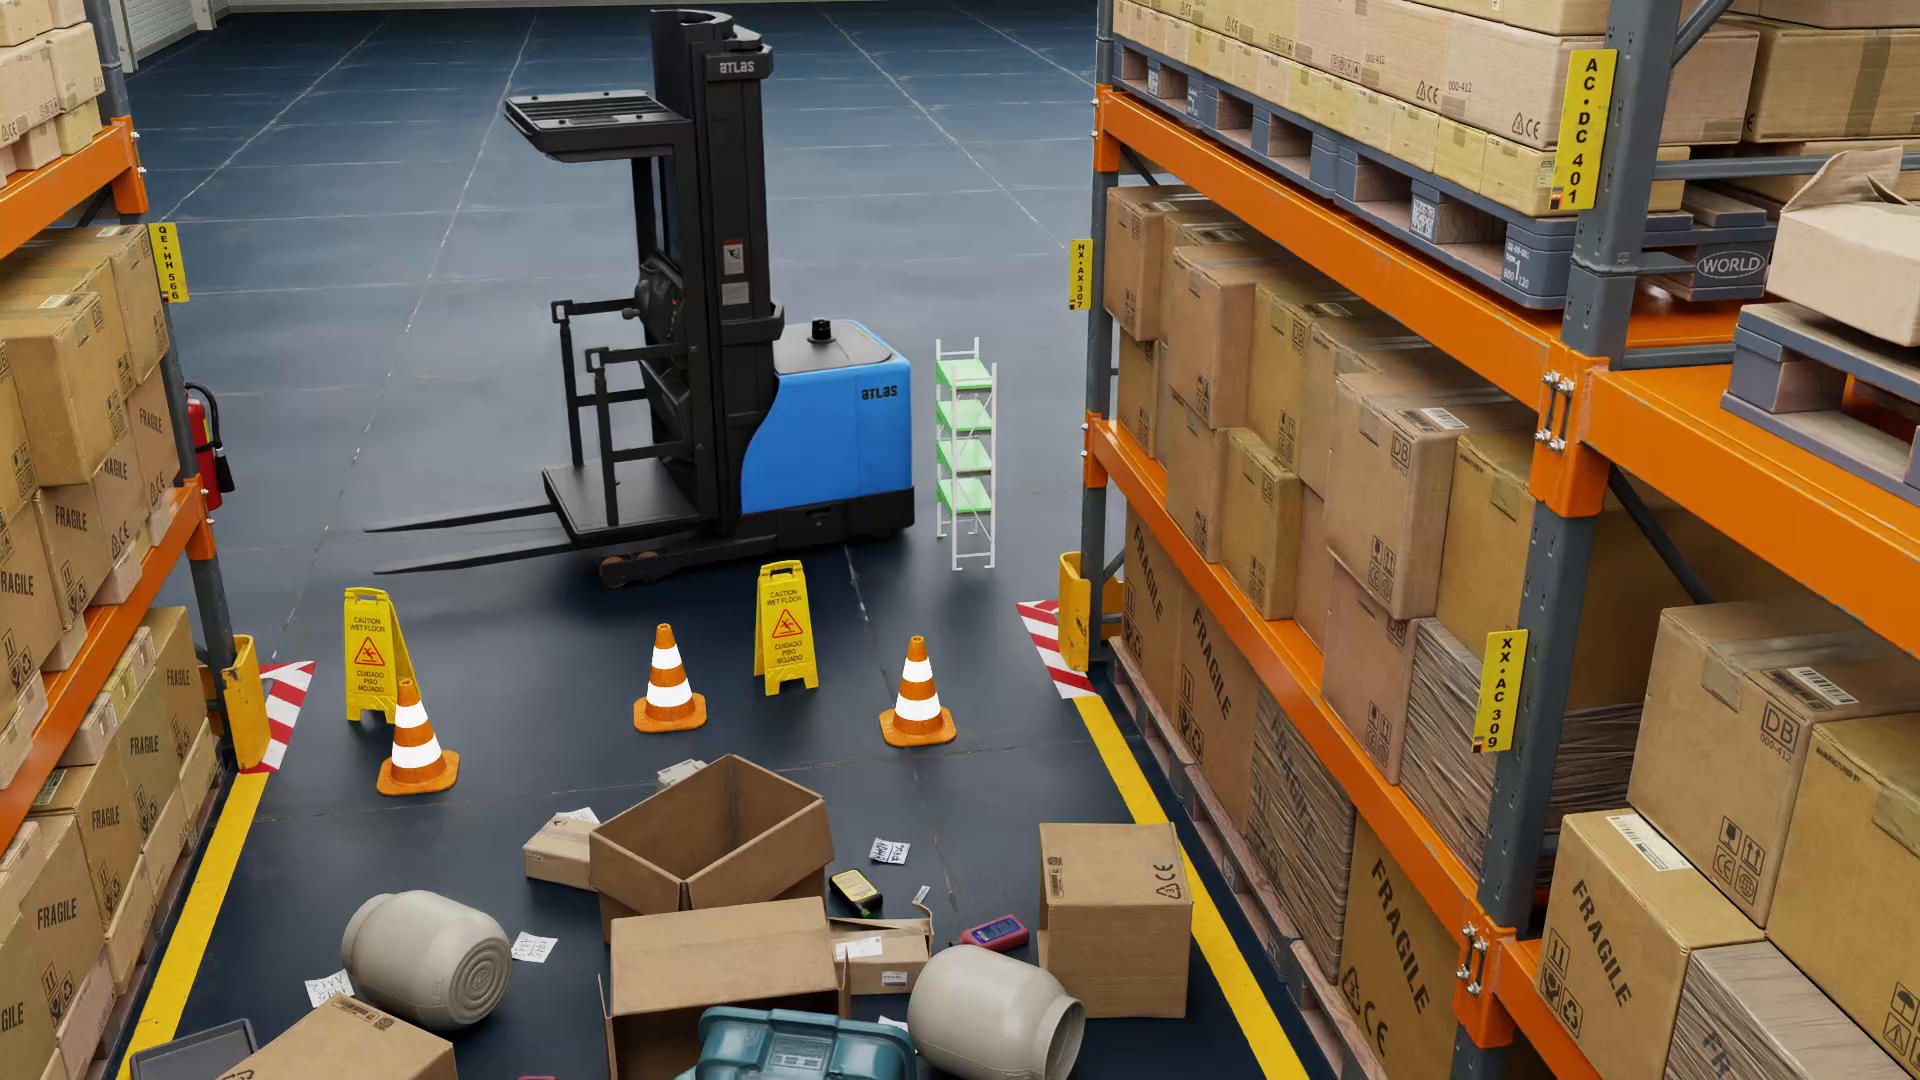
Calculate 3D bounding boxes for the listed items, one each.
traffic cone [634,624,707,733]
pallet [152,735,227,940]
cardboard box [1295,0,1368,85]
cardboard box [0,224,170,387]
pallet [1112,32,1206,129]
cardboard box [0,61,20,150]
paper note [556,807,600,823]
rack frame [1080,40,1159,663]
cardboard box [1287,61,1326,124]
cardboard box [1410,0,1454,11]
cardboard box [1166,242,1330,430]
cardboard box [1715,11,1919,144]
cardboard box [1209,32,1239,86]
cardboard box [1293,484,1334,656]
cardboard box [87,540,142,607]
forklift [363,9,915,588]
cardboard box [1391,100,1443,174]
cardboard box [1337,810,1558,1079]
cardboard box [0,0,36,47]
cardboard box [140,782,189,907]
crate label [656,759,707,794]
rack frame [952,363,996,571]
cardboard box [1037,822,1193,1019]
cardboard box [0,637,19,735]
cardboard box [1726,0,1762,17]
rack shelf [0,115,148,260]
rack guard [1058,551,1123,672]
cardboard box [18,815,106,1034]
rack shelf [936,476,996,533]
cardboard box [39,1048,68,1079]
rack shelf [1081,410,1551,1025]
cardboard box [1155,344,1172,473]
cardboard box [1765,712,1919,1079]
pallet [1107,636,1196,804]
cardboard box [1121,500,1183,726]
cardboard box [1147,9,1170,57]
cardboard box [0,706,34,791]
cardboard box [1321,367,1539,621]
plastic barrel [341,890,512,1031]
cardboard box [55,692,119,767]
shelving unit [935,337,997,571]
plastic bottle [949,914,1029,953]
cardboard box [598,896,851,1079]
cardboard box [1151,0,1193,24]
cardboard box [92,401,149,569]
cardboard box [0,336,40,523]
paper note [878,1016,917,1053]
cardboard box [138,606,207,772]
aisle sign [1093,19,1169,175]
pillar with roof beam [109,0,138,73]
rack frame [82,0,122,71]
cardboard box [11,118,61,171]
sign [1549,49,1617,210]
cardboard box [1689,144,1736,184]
[{"bbox_3d":[-1.372,0.609,7.777,0.336,0.463,0.334,-4,24,-10],"label":"traffic cone"},{"bbox_3d":[-3.618,1.219,6.695,1.003,0.211,1.213,-4,24,-10],"label":"pallet"},{"bbox_3d":[1.311,-1.495,4.843,0.500,0.250,0.500,-5,24,-10],"label":"cardboard box"},{"bbox_3d":[-3.438,-0.867,6.241,0.700,0.500,0.500,-5,24,-11],"label":"cardboard box"},{"bbox_3d":[1.246,-1.860,6.624,1.003,0.211,1.213,-4,24,-10],"label":"pallet"},{"bbox_3d":[-3.195,-1.270,4.979,0.500,0.250,0.500,-4,24,-8],"label":"cardboard box"},{"bbox_3d":[-1.616,1.174,7.024,0.148,0.019,0.142,-13,27,-28],"label":"paper note"},{"bbox_3d":[1.099,-0.817,7.873,1.000,3.000,0.127,-4,24,-10],"label":"rack frame"},{"bbox_3d":[1.220,-1.362,5.037,0.380,0.149,0.250,-5,24,-10],"label":"cardboard box"},{"bbox_3d":[1.365,-1.425,4.186,0.380,0.149,0.250,-4,24,-10],"label":"cardboard box"},{"bbox_3d":[1.292,-0.792,6.279,0.875,0.550,0.550,-4,24,-10],"label":"cardboard box"},{"bbox_3d":[2.023,-1.137,4.025,0.500,0.250,0.500,-4,24,-9],"label":"cardboard box"},{"bbox_3d":[1.080,-1.660,5.719,0.380,0.149,0.250,-4,24,-10],"label":"cardboard box"},{"bbox_3d":[1.650,0.107,5.569,0.875,0.550,0.550,-4,24,-10],"label":"cardboard box"},{"bbox_3d":[-3.208,0.128,6.022,0.380,0.149,0.250,-4,24,-9],"label":"cardboard box"},{"bbox_3d":[-1.833,-1.321,9.112,3.031,2.935,1.130,-10,25,-21],"label":"forklift"},{"bbox_3d":[1.361,-1.062,4.350,0.380,0.149,0.250,-4,24,-9],"label":"cardboard box"},{"bbox_3d":[1.791,1.285,5.190,0.875,0.875,0.875,-4,24,-9],"label":"cardboard box"},{"bbox_3d":[-3.319,-1.721,5.514,0.380,0.149,0.250,-5,24,-10],"label":"cardboard box"},{"bbox_3d":[-3.245,1.159,6.259,0.500,0.250,0.500,-4,24,-10],"label":"cardboard box"},{"bbox_3d":[-1.166,1.063,7.144,0.250,0.136,0.298,-19,30,-37],"label":"crate label"},{"bbox_3d":[0.076,-0.389,9.141,0.240,1.200,0.015,-4,24,-10],"label":"rack frame"},{"bbox_3d":[0.543,1.366,5.995,0.500,0.500,0.500,0,24,-1],"label":"cardboard box"},{"bbox_3d":[-3.011,0.392,4.607,0.500,0.500,0.500,-5,24,-10],"label":"cardboard box"},{"bbox_3d":[2.057,-1.376,4.072,0.380,0.149,0.250,-5,24,-10],"label":"cardboard box"},{"bbox_3d":[-3.377,-0.669,4.686,1.077,0.370,4.000,-4,24,-10],"label":"rack shelf"},{"bbox_3d":[1.094,0.319,8.395,1.175,0.500,0.348,-4,24,-10],"label":"rack guard"},{"bbox_3d":[-3.056,1.220,5.182,0.500,0.500,0.500,-3,24,-7],"label":"cardboard box"},{"bbox_3d":[0.031,-0.206,9.482,0.258,0.148,0.480,-4,24,-10],"label":"rack shelf"},{"bbox_3d":[-2.961,1.769,4.863,0.500,0.250,0.500,-3,24,-7],"label":"cardboard box"},{"bbox_3d":[1.469,0.299,6.216,1.077,0.370,4.000,-4,24,-10],"label":"rack shelf"},{"bbox_3d":[1.335,-0.529,7.025,0.875,0.550,0.550,-4,24,-10],"label":"cardboard box"},{"bbox_3d":[2.033,0.649,3.142,0.700,0.500,0.500,-5,24,-11],"label":"cardboard box"},{"bbox_3d":[1.324,0.770,7.724,1.003,0.211,1.213,-4,24,-10],"label":"pallet"},{"bbox_3d":[1.289,0.226,7.615,0.875,0.875,0.875,-4,24,-9],"label":"cardboard box"},{"bbox_3d":[0.941,-1.958,6.401,0.380,0.149,0.250,-4,24,-10],"label":"cardboard box"},{"bbox_3d":[-2.978,0.626,4.883,0.380,0.149,0.250,-4,24,-9],"label":"cardboard box"},{"bbox_3d":[1.588,-0.163,4.838,0.875,0.550,0.550,-4,24,-10],"label":"cardboard box"},{"bbox_3d":[-1.877,1.470,5.855,0.512,0.421,0.421,13,27,27],"label":"plastic barrel"},{"bbox_3d":[-3.118,0.654,5.669,0.380,0.149,0.250,-3,24,-7],"label":"cardboard box"},{"bbox_3d":[0.031,-0.485,9.361,0.258,1.200,0.503,-4,24,-10],"label":"shelving unit"},{"bbox_3d":[0.107,1.500,6.239,0.283,0.061,0.133,-13,27,-28],"label":"plastic bottle"},{"bbox_3d":[-0.753,1.542,5.422,0.797,0.637,0.503,-4,24,-10],"label":"cardboard box"},{"bbox_3d":[1.031,-2.089,6.204,0.500,0.250,0.500,-5,24,-10],"label":"cardboard box"},{"bbox_3d":[-3.288,-0.203,5.970,0.500,0.500,0.500,-4,24,-10],"label":"cardboard box"},{"bbox_3d":[-3.201,-0.267,4.869,0.700,0.500,0.500,-4,24,-10],"label":"cardboard box"},{"bbox_3d":[-0.211,1.722,5.780,0.172,0.023,0.155,4,24,9],"label":"paper note"},{"bbox_3d":[-3.343,0.609,6.582,0.500,0.500,0.500,-4,24,-9],"label":"cardboard box"},{"bbox_3d":[0.791,-2.014,7.366,0.394,0.787,0.004,-4,24,-10],"label":"aisle sign"},{"bbox_3d":[-9.589,-12.210,26.462,9.100,9.000,0.400,-4,24,-10],"label":"pillar with roof beam"},{"bbox_3d":[-3.747,-3.160,5.743,1.000,3.000,0.127,-4,24,-10],"label":"rack frame"},{"bbox_3d":[-3.312,-1.348,5.656,0.380,0.149,0.250,-4,24,-8],"label":"cardboard box"},{"bbox_3d":[1.293,-0.850,3.456,0.100,0.325,0.005,-4,24,-10],"label":"sign"},{"bbox_3d":[2.055,-1.012,4.235,0.380,0.149,0.250,-4,24,-10],"label":"cardboard box"}]
